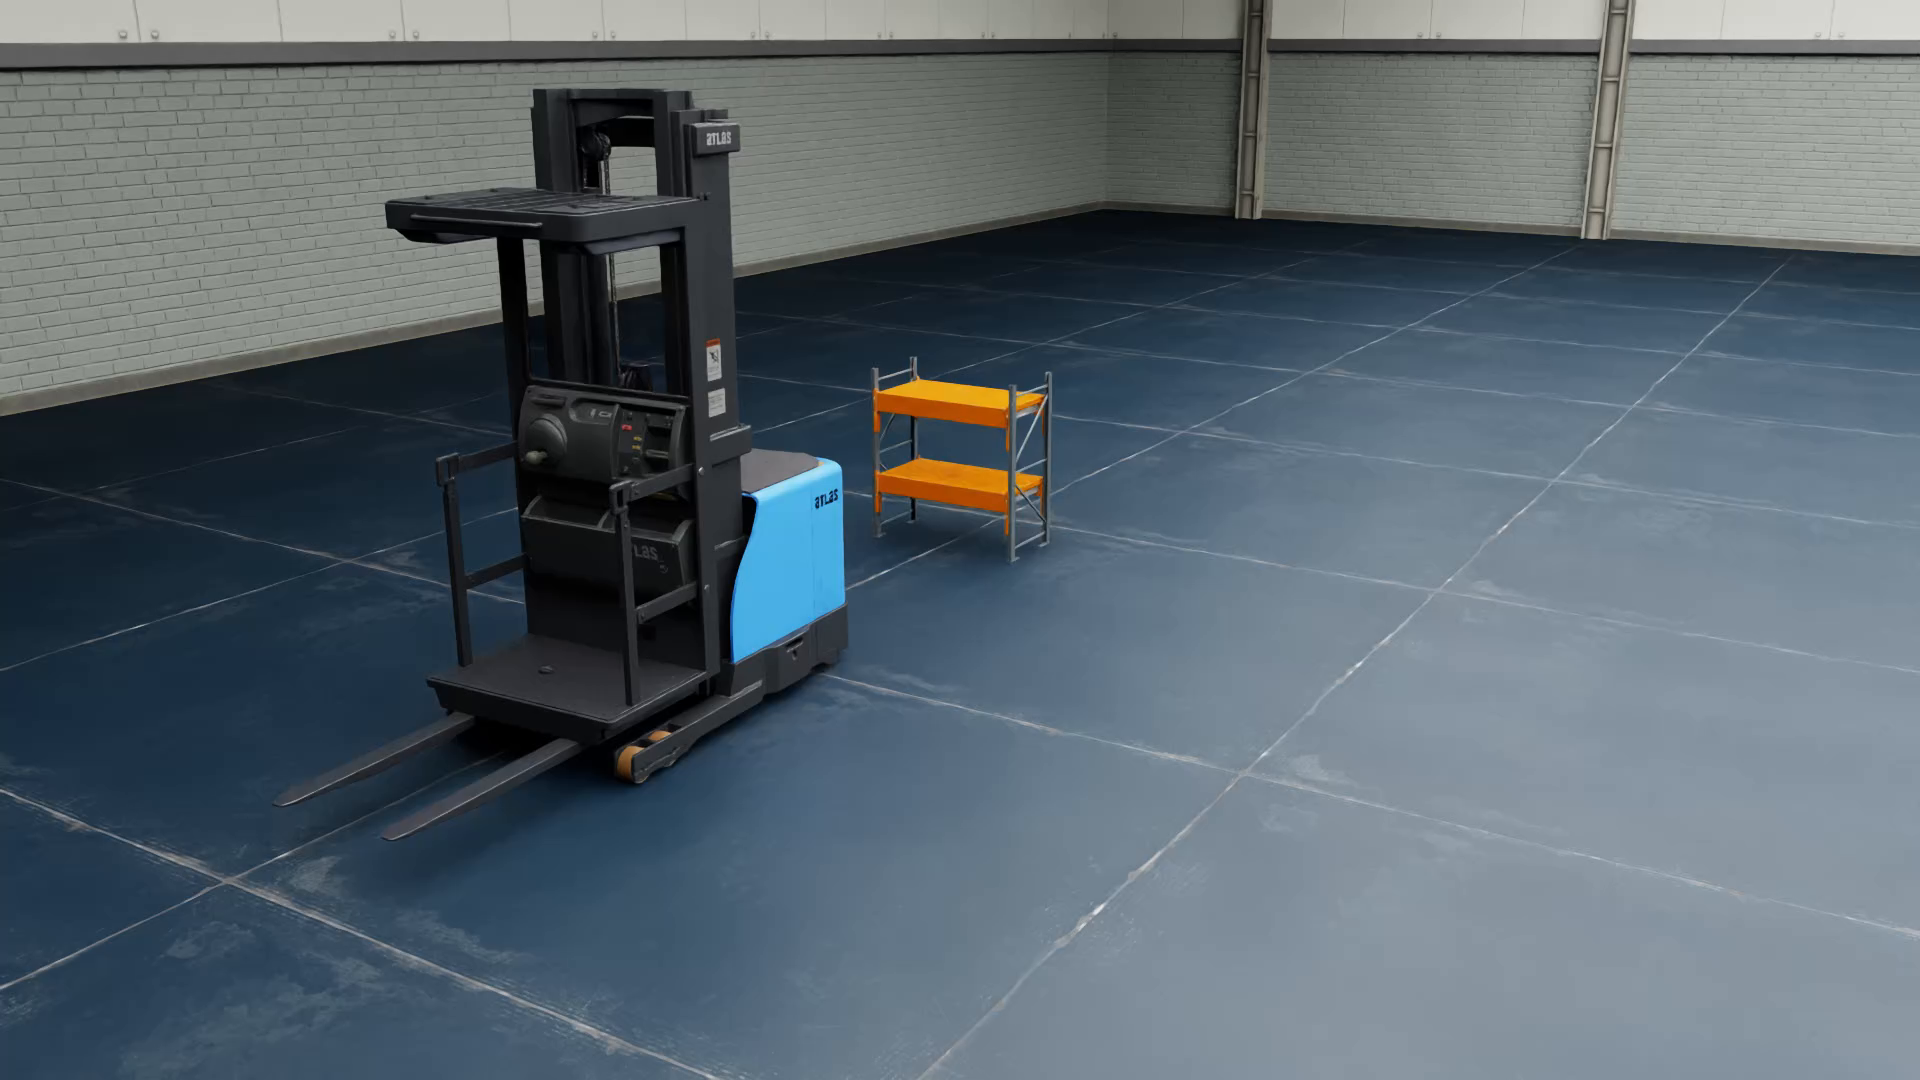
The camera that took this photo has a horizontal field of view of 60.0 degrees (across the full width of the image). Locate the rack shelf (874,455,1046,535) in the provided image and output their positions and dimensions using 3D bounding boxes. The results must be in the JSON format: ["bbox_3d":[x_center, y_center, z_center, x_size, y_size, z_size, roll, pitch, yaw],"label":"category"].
[{"bbox_3d":[0.006,-0.303,10.785,1.000,0.278,0.538,10,20,30],"label":"rack shelf"}]

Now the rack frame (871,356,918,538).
[{"bbox_3d":[-0.427,-0.615,10.969,0.032,1.125,0.500,10,20,30],"label":"rack frame"}]

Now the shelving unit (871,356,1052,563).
[{"bbox_3d":[0.006,-0.537,10.714,1.048,1.125,0.538,10,20,30],"label":"shelving unit"}]

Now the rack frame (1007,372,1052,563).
[{"bbox_3d":[0.439,-0.460,10.460,0.032,1.125,0.500,10,20,30],"label":"rack frame"}]

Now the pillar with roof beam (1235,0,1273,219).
[{"bbox_3d":[2.954,-9.056,25.212,0.400,9.000,9.100,10,20,30],"label":"pillar with roof beam"}]

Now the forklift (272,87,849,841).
[{"bbox_3d":[-1.737,-0.476,7.405,1.130,2.935,3.031,9,19,27],"label":"forklift"}]

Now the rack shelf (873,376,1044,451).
[{"bbox_3d":[0.006,-0.817,10.629,1.000,0.278,0.538,10,20,30],"label":"rack shelf"}]

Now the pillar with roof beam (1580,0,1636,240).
[{"bbox_3d":[8.066,-8.143,22.207,0.400,9.000,9.100,10,20,30],"label":"pillar with roof beam"}]
